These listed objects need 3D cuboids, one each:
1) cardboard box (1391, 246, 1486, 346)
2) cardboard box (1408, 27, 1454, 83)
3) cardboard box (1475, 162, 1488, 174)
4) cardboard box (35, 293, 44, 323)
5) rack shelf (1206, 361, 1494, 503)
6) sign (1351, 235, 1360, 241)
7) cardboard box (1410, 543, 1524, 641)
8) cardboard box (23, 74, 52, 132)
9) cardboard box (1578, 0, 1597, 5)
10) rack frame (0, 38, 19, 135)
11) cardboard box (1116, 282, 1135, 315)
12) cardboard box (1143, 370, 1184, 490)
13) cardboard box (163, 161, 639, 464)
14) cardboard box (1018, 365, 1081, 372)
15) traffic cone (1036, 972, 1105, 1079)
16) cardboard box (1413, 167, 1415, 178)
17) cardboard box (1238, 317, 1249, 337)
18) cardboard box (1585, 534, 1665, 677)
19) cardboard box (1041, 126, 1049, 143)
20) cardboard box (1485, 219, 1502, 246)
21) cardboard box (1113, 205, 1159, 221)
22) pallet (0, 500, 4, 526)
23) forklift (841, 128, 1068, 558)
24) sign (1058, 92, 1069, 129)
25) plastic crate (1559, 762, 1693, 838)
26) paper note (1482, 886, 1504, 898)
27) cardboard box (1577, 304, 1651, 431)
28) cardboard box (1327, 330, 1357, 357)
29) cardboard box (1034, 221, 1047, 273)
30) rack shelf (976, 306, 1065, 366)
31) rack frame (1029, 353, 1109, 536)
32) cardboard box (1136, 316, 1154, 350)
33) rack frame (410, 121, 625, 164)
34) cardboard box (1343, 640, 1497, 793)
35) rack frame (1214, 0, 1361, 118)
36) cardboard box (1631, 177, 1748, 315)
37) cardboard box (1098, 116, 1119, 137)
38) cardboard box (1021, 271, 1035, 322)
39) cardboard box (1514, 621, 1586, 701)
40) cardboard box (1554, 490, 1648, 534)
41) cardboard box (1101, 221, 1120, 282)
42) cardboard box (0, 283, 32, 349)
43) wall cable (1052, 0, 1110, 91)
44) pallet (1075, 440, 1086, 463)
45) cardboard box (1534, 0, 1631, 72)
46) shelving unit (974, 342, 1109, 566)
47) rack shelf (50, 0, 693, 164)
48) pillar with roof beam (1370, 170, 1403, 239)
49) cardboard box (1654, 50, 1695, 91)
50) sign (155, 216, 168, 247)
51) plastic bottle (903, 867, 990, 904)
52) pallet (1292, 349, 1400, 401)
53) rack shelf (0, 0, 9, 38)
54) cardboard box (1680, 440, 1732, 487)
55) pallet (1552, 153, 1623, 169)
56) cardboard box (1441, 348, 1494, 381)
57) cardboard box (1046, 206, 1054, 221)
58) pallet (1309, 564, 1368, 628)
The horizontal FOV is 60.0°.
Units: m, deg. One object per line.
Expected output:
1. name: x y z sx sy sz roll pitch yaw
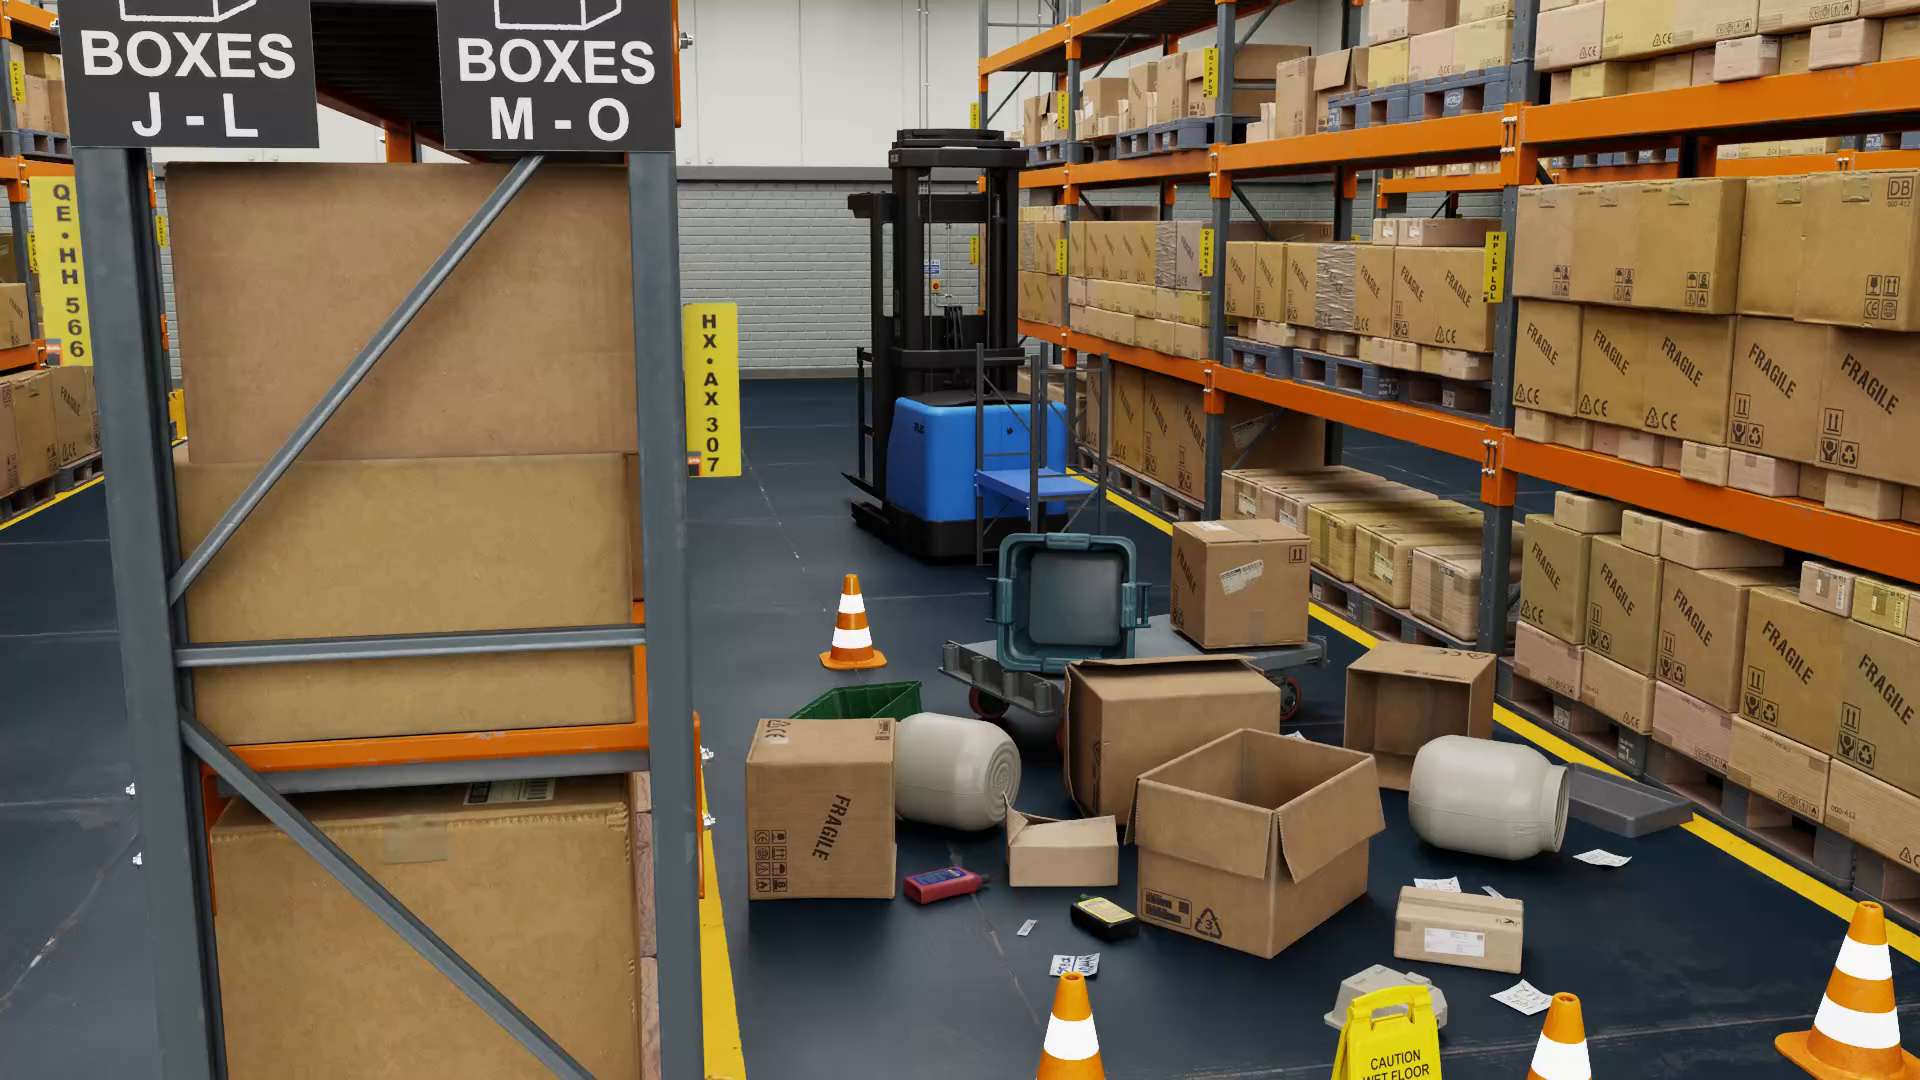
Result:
1. cardboard box: 2.635 -1.298 8.809 0.500 0.500 0.500 -2 11 -11
2. cardboard box: 2.698 -2.530 8.724 0.500 0.250 0.500 -2 11 -10
3. cardboard box: 5.790 -4.019 17.939 0.380 0.149 0.250 -2 11 -10
4. cardboard box: -8.064 -2.004 14.311 0.500 0.250 0.500 -2 11 -12
5. rack shelf: 2.658 -0.743 10.001 1.077 0.370 4.000 -2 11 -11
6. sign: 2.800 -2.014 11.873 0.100 0.325 0.005 -2 11 -11
7. cardboard box: 2.943 0.259 8.718 0.950 0.372 0.625 -2 11 -10
8. cardboard box: -8.541 -3.854 14.745 0.700 0.500 0.500 -2 11 -8
9. cardboard box: 2.868 -2.355 7.064 0.380 0.149 0.250 -2 11 -9
10. rack frame: -8.229 -4.783 13.261 1.000 3.000 0.127 -2 11 -11
11. cardboard box: 1.602 -1.997 13.729 0.500 0.250 0.500 -2 11 -13
12. cardboard box: 2.047 -0.919 13.562 0.875 0.875 0.875 -2 11 -10
13. cardboard box: -1.045 -0.471 3.359 0.875 0.550 0.550 -2 11 -11
14. cardboard box: 0.940 -1.760 19.153 0.875 0.438 0.875 -3 11 -13
15. traffic cone: 0.279 1.300 4.129 0.336 0.463 0.334 -2 11 -11
16. cardboard box: 5.525 -4.300 19.415 0.380 0.149 0.250 -2 11 -11
17. cardboard box: 2.150 -1.480 11.496 0.380 0.149 0.250 -3 11 -14
18. cardboard box: 3.013 0.262 7.020 0.500 0.500 0.500 -2 11 -9
19. cardboard box: 1.002 -3.956 16.218 0.380 0.149 0.250 -2 11 -10
20. cardboard box: 2.990 -1.744 9.417 0.380 0.149 0.250 -1 11 -8
21. cardboard box: 1.685 -3.123 15.905 0.380 0.149 0.250 -2 11 -12
22. pallet: -7.765 -0.103 12.175 1.003 0.211 1.213 -2 11 -11
23. forklift: -0.201 -1.551 12.509 1.130 2.935 3.031 -4 11 -18
24. sign: 0.947 -3.943 15.271 0.100 0.325 0.005 -2 11 -11
25. plastic crate: 2.548 1.023 6.610 0.402 0.080 0.583 -6 13 -31
26. paper note: 1.847 1.222 5.748 0.032 0.001 0.123 -2 11 -11
27. cardboard box: 2.980 -0.743 7.013 0.500 0.500 0.500 -2 11 -11
28. cardboard box: 2.417 -1.181 9.930 0.380 0.149 0.250 -2 11 -9
29. cardboard box: 1.038 -2.907 16.505 0.500 0.500 0.500 -2 11 -12
30. rack shelf: 1.102 -2.210 17.710 1.077 0.370 4.000 -2 11 -11
31. rack frame: 0.670 -0.396 10.267 0.500 1.500 0.032 -4 11 -18
32. cardboard box: 1.719 -1.659 13.290 0.500 0.250 0.500 -2 11 -12
33. rack frame: -1.789 -0.531 6.963 1.000 3.000 0.127 -2 11 -11
34. cardboard box: 1.921 0.743 6.947 0.500 0.500 0.500 6 12 28
35. rack frame: 2.269 -4.410 11.300 1.000 3.000 0.127 -2 11 -11
36. cardboard box: 3.069 -1.140 6.425 0.700 0.500 0.500 -2 11 -12
37. cardboard box: 1.394 -3.517 14.131 0.380 0.166 0.250 -3 11 -15
38. cardboard box: 0.933 -2.507 17.080 0.500 0.500 0.500 -2 11 -12
39. cardboard box: 2.897 0.533 7.604 0.500 0.250 0.500 -3 11 -14
40. cardboard box: 2.863 -0.129 7.341 0.380 0.149 0.250 -2 11 -10
41. cardboard box: 1.516 -2.461 14.165 0.500 0.500 0.500 -2 11 -12
42. cardboard box: -7.871 -1.810 13.414 0.500 0.500 0.500 -2 11 -11
43. wall cable: 2.809 -7.050 25.069 2.988 3.039 0.133 -2 11 -11
44. pallet: 1.420 -0.969 16.723 1.003 0.211 1.213 -2 11 -11
45. cardboard box: 2.864 -2.185 7.236 0.500 0.250 0.500 -2 11 -12
46. shelving unit: 0.509 -0.486 10.741 0.538 1.500 1.048 -4 11 -18
47. rack shelf: -1.400 -1.284 4.823 1.077 0.370 4.000 -2 11 -11
48. pillar with roof beam: 1.718 -6.429 21.908 9.100 9.000 0.400 -2 11 -11
49. cardboard box: 3.030 -1.875 6.673 0.380 0.149 0.250 -2 11 -9
50. sign: -8.472 -3.272 17.636 0.100 0.325 0.005 -2 11 -11
51. plastic bottle: -0.042 1.191 5.775 0.283 0.061 0.133 -6 13 -31
52. pallet: 2.695 -1.007 9.979 1.003 0.211 1.213 -2 11 -11
53. rack shelf: -7.840 -3.867 11.438 1.077 0.370 4.000 -2 11 -11
54. cardboard box: 3.034 -0.302 6.430 0.380 0.149 0.250 -2 11 -11
55. pallet: 6.418 -3.637 15.762 1.213 0.211 1.003 -2 11 -11
56. cardboard box: 2.676 -0.897 8.433 0.380 0.149 0.250 -2 11 -10
57. cardboard box: 1.069 -3.245 16.545 0.380 0.149 0.250 -2 11 -11
58. pallet: 2.654 0.274 10.195 1.003 0.211 1.213 -2 11 -11
